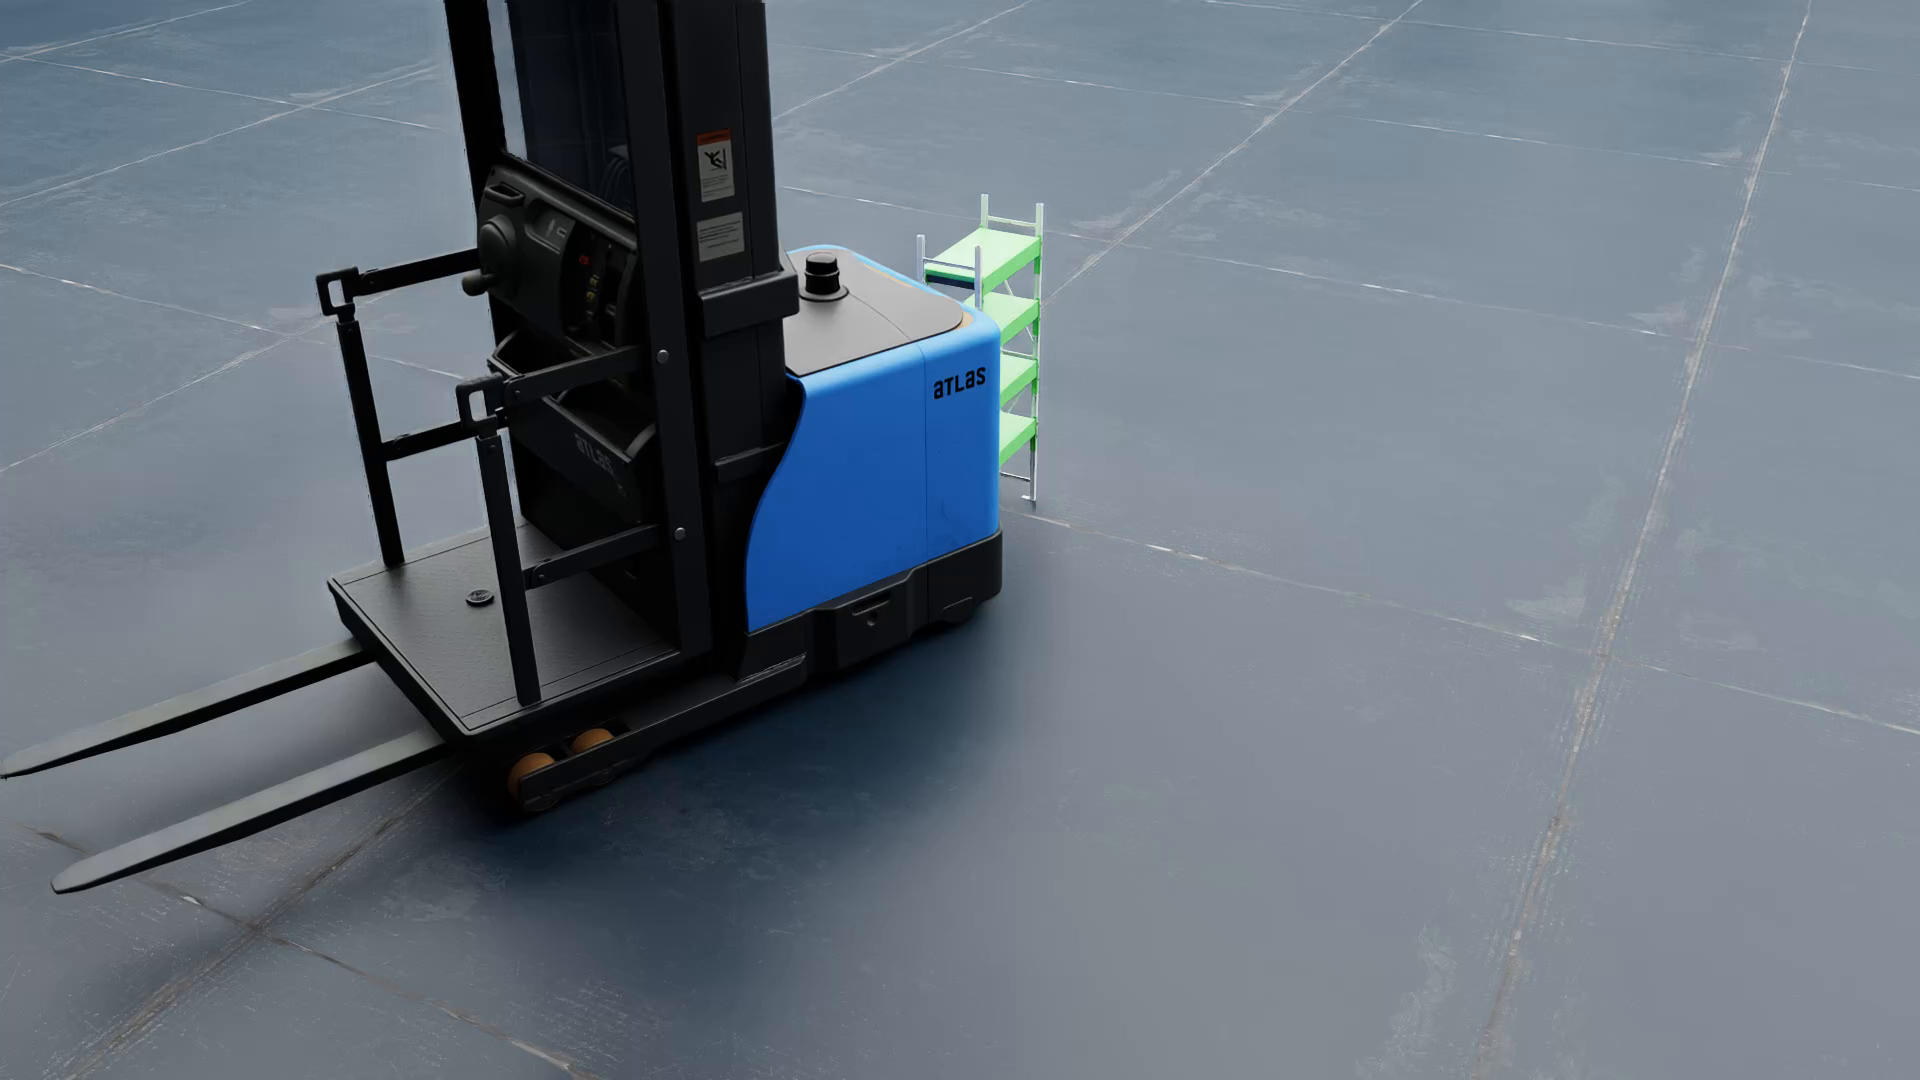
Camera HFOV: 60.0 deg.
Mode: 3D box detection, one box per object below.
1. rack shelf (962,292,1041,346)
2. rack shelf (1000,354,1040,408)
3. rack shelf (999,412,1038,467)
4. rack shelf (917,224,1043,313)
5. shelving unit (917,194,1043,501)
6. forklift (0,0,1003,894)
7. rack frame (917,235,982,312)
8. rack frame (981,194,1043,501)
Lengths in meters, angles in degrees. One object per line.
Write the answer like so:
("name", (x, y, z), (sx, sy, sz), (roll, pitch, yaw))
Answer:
("rack shelf", (0.075, -0.746, 5.991), (0.258, 0.148, 0.480), (14, 33, 23))
("rack shelf", (0.075, -0.538, 6.111), (0.258, 0.148, 0.480), (14, 33, 23))
("rack shelf", (0.075, -0.330, 6.230), (0.258, 0.148, 0.480), (14, 33, 23))
("rack shelf", (0.075, -0.955, 5.872), (0.258, 0.148, 0.480), (14, 33, 23))
("shelving unit", (0.075, -0.594, 6.079), (0.258, 1.200, 0.503), (14, 33, 23))
("forklift", (-1.323, -0.776, 4.657), (3.031, 2.935, 1.130), (-22, 36, -33))
("rack frame", (-0.036, -0.486, 5.891), (0.240, 1.200, 0.015), (14, 33, 23))
("rack frame", (0.187, -0.702, 6.267), (0.240, 1.200, 0.015), (14, 33, 23))
